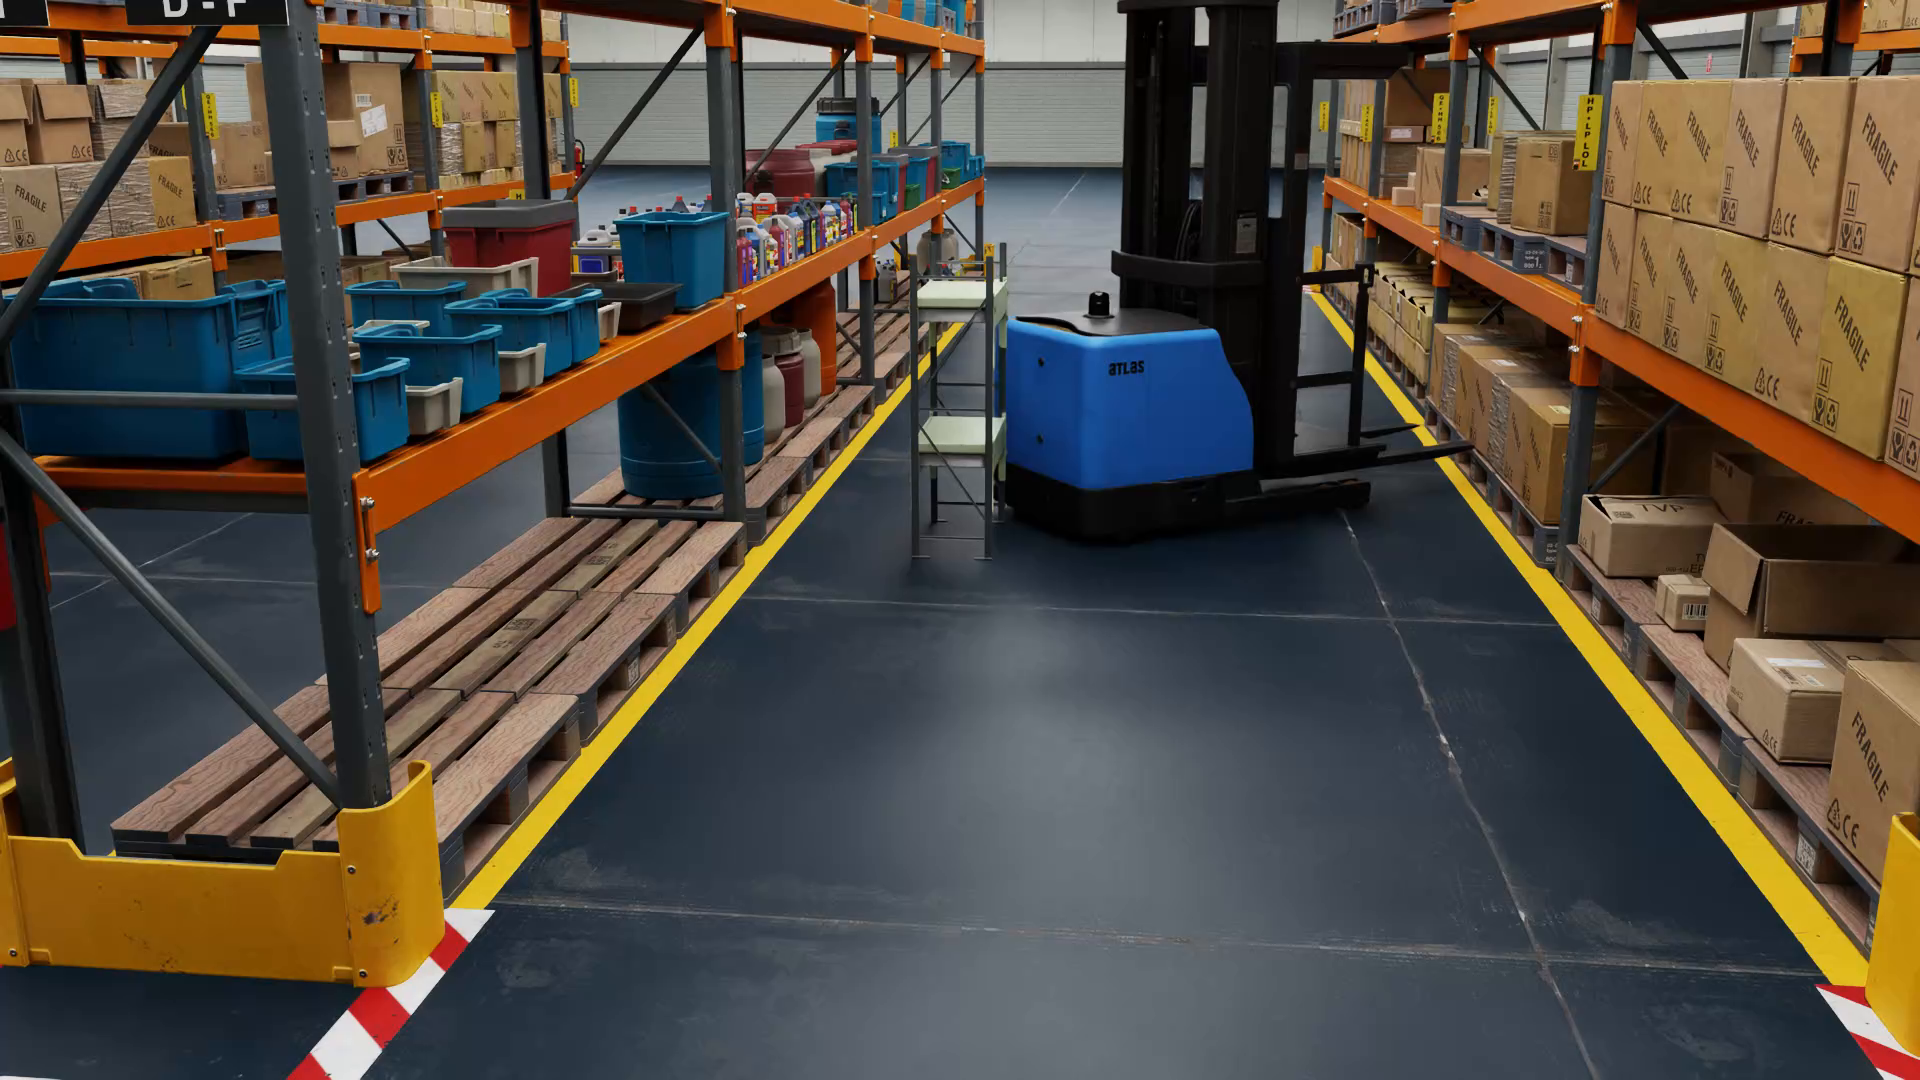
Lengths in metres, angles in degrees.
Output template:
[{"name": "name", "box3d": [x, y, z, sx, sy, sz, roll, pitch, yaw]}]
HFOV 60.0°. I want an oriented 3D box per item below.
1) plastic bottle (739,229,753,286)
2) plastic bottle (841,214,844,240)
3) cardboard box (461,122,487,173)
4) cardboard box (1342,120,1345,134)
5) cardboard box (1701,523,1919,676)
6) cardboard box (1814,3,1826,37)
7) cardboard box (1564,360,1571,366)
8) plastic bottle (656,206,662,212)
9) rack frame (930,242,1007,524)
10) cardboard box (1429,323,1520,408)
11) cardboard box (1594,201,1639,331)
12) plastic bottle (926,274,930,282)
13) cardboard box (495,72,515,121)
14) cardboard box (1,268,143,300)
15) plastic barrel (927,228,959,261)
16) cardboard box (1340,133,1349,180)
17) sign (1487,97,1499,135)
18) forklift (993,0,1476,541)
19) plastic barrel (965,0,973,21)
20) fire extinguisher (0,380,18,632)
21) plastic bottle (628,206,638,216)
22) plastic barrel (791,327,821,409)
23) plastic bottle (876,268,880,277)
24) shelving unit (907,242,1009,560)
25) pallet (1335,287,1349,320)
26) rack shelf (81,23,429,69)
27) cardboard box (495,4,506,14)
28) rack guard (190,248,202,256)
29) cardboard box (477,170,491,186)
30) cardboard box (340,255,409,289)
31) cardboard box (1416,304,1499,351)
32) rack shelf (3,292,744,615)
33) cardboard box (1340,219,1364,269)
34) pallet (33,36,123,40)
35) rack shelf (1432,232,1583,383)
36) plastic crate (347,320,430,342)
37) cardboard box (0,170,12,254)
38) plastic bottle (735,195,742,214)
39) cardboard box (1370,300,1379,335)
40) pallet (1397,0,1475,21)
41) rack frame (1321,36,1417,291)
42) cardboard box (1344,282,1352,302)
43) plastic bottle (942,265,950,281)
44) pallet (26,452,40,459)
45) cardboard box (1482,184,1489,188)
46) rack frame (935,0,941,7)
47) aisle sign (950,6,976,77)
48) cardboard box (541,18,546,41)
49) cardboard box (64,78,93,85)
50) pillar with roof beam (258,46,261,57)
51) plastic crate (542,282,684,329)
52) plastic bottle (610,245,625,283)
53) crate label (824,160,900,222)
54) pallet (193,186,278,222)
[{"name": "plastic bottle", "box3d": [-1.098, -1.443, 8.476, 0.061, 0.283, 0.133, 2, 15, 6]}, {"name": "plastic bottle", "box3d": [-0.817, -2.092, 11.033, 0.097, 0.201, 0.097, 0, 15, 0]}, {"name": "cardboard box", "box3d": [-5.394, -4.039, 17.089, 0.875, 0.500, 0.500, 2, 15, 6]}, {"name": "cardboard box", "box3d": [4.411, -4.545, 18.290, 0.380, 0.149, 0.250, 1, 15, 5]}, {"name": "cardboard box", "box3d": [3.136, 0.245, 5.950, 0.797, 0.503, 0.637, 2, 15, 6]}, {"name": "cardboard box", "box3d": [9.237, -5.491, 17.247, 0.500, 0.500, 0.500, 3, 15, 10]}, {"name": "cardboard box", "box3d": [3.810, -0.759, 9.667, 0.500, 0.500, 0.500, 1, 15, 4]}, {"name": "plastic bottle", "box3d": [-1.636, -1.650, 9.113, 0.144, 0.351, 0.185, 2, 15, 6]}, {"name": "rack frame", "box3d": [0.042, -0.821, 8.824, 0.400, 1.500, 0.023, 2, 15, 6]}, {"name": "cardboard box", "box3d": [3.459, -1.169, 11.185, 0.500, 0.500, 0.500, 2, 15, 9]}, {"name": "cardboard box", "box3d": [3.014, -1.160, 7.012, 0.500, 0.500, 0.500, 2, 15, 8]}, {"name": "plastic bottle", "box3d": [-0.301, -2.516, 16.580, 0.061, 0.283, 0.133, 2, 15, 6]}, {"name": "cardboard box", "box3d": [-5.137, -4.776, 17.902, 0.500, 0.500, 0.500, 2, 15, 6]}, {"name": "cardboard box", "box3d": [-6.255, -1.333, 11.113, 1.225, 0.875, 0.875, 2, 15, 6]}, {"name": "plastic barrel", "box3d": [-0.223, -3.323, 19.168, 0.421, 0.512, 0.421, 0, 15, 0]}, {"name": "cardboard box", "box3d": [4.631, -4.275, 18.535, 0.700, 0.500, 0.500, 2, 15, 6]}, {"name": "sign", "box3d": [4.786, -3.818, 14.967, 0.100, 0.325, 0.005, 2, 15, 6]}, {"name": "forklift", "box3d": [1.707, -1.668, 9.214, 3.031, 2.935, 1.130, -8, 17, -28]}, {"name": "plastic barrel", "box3d": [-0.153, -6.223, 18.555, 0.600, 0.830, 0.708, 2, 15, 6]}, {"name": "fire extinguisher", "box3d": [-2.499, -0.102, 4.155, 0.296, 0.674, 0.183, 2, 15, 6]}, {"name": "plastic bottle", "box3d": [-1.779, -1.655, 9.129, 0.144, 0.351, 0.185, 2, 15, 6]}, {"name": "plastic barrel", "box3d": [-1.141, -1.145, 11.112, 0.421, 0.512, 0.421, 0, 15, 0]}, {"name": "plastic bottle", "box3d": [-0.868, -2.616, 16.823, 0.144, 0.351, 0.185, 1, 15, 3]}, {"name": "shelving unit", "box3d": [0.001, -0.726, 8.473, 0.431, 1.500, 0.755, 2, 15, 6]}, {"name": "pallet", "box3d": [4.512, -2.487, 17.454, 1.003, 0.211, 1.213, 2, 15, 6]}, {"name": "rack shelf", "box3d": [-5.823, -4.185, 14.025, 1.077, 0.370, 4.000, 2, 15, 6]}, {"name": "cardboard box", "box3d": [-5.098, -5.720, 17.848, 0.380, 0.149, 0.250, 1, 15, 3]}, {"name": "rack guard", "box3d": [-10.060, -3.612, 21.064, 1.175, 0.500, 0.348, 2, 15, 6]}, {"name": "cardboard box", "box3d": [-5.144, -3.788, 17.404, 0.380, 0.149, 0.250, 2, 15, 6]}, {"name": "cardboard box", "box3d": [-5.688, -2.450, 15.923, 0.700, 0.500, 0.500, 1, 15, 2]}, {"name": "cardboard box", "box3d": [3.608, -1.562, 12.081, 0.500, 0.311, 0.500, 2, 15, 8]}, {"name": "rack shelf", "box3d": [-1.804, -0.516, 6.203, 1.077, 0.370, 4.000, 2, 15, 6]}, {"name": "cardboard box", "box3d": [4.243, -3.064, 17.272, 0.500, 0.500, 0.500, 2, 15, 6]}, {"name": "pallet", "box3d": [-10.136, -6.025, 19.622, 1.003, 0.211, 1.213, 2, 15, 6]}, {"name": "rack shelf", "box3d": [3.568, -1.407, 9.497, 1.077, 0.370, 4.000, 2, 15, 6]}, {"name": "plastic crate", "box3d": [-2.049, -0.688, 5.852, 0.298, 0.136, 0.250, 2, 15, 6]}, {"name": "cardboard box", "box3d": [-6.087, -1.949, 9.930, 0.500, 0.500, 0.500, 1, 15, 5]}, {"name": "plastic bottle", "box3d": [-1.538, -2.226, 11.393, 0.097, 0.271, 0.097, 0, 15, 0]}, {"name": "cardboard box", "box3d": [3.895, -1.956, 14.612, 0.500, 0.250, 0.500, 2, 15, 8]}, {"name": "pallet", "box3d": [3.905, -4.099, 12.688, 1.003, 0.211, 1.213, 2, 15, 9]}, {"name": "rack frame", "box3d": [4.697, -4.348, 18.995, 1.000, 3.000, 0.127, 2, 15, 6]}, {"name": "cardboard box", "box3d": [4.188, -2.572, 16.890, 0.500, 0.250, 0.500, 2, 15, 6]}, {"name": "plastic bottle", "box3d": [-0.173, -2.588, 16.718, 0.144, 0.351, 0.185, 2, 15, 8]}, {"name": "pallet", "box3d": [-6.353, -0.702, 10.853, 1.003, 0.211, 1.213, 2, 15, 6]}, {"name": "cardboard box", "box3d": [4.087, -2.456, 12.170, 0.500, 0.311, 0.500, 2, 15, 6]}, {"name": "rack frame", "box3d": [-0.676, -6.353, 14.918, 1.000, 3.000, 0.127, 2, 15, 6]}, {"name": "aisle sign", "box3d": [0.079, -5.760, 19.235, 0.394, 0.787, 0.004, 2, 15, 6]}, {"name": "cardboard box", "box3d": [-5.001, -5.754, 18.736, 0.500, 0.250, 0.500, 2, 15, 7]}, {"name": "cardboard box", "box3d": [-10.242, -4.884, 18.620, 0.875, 0.550, 0.500, 2, 15, 6]}, {"name": "pillar with roof beam", "box3d": [-13.914, -13.917, 42.892, 9.100, 9.000, 0.400, 2, 15, 6]}, {"name": "plastic crate", "box3d": [-1.438, -0.980, 6.953, 0.437, 0.125, 0.590, 2, 15, 6]}, {"name": "plastic bottle", "box3d": [-1.729, -1.399, 8.471, 0.097, 0.201, 0.097, 0, 15, 0]}, {"name": "crate label", "box3d": [-0.746, -2.687, 12.783, 0.502, 0.435, 0.616, 2, 15, 6]}, {"name": "pallet", "box3d": [-6.074, -2.661, 13.124, 1.213, 0.211, 1.003, 2, 15, 6]}]
